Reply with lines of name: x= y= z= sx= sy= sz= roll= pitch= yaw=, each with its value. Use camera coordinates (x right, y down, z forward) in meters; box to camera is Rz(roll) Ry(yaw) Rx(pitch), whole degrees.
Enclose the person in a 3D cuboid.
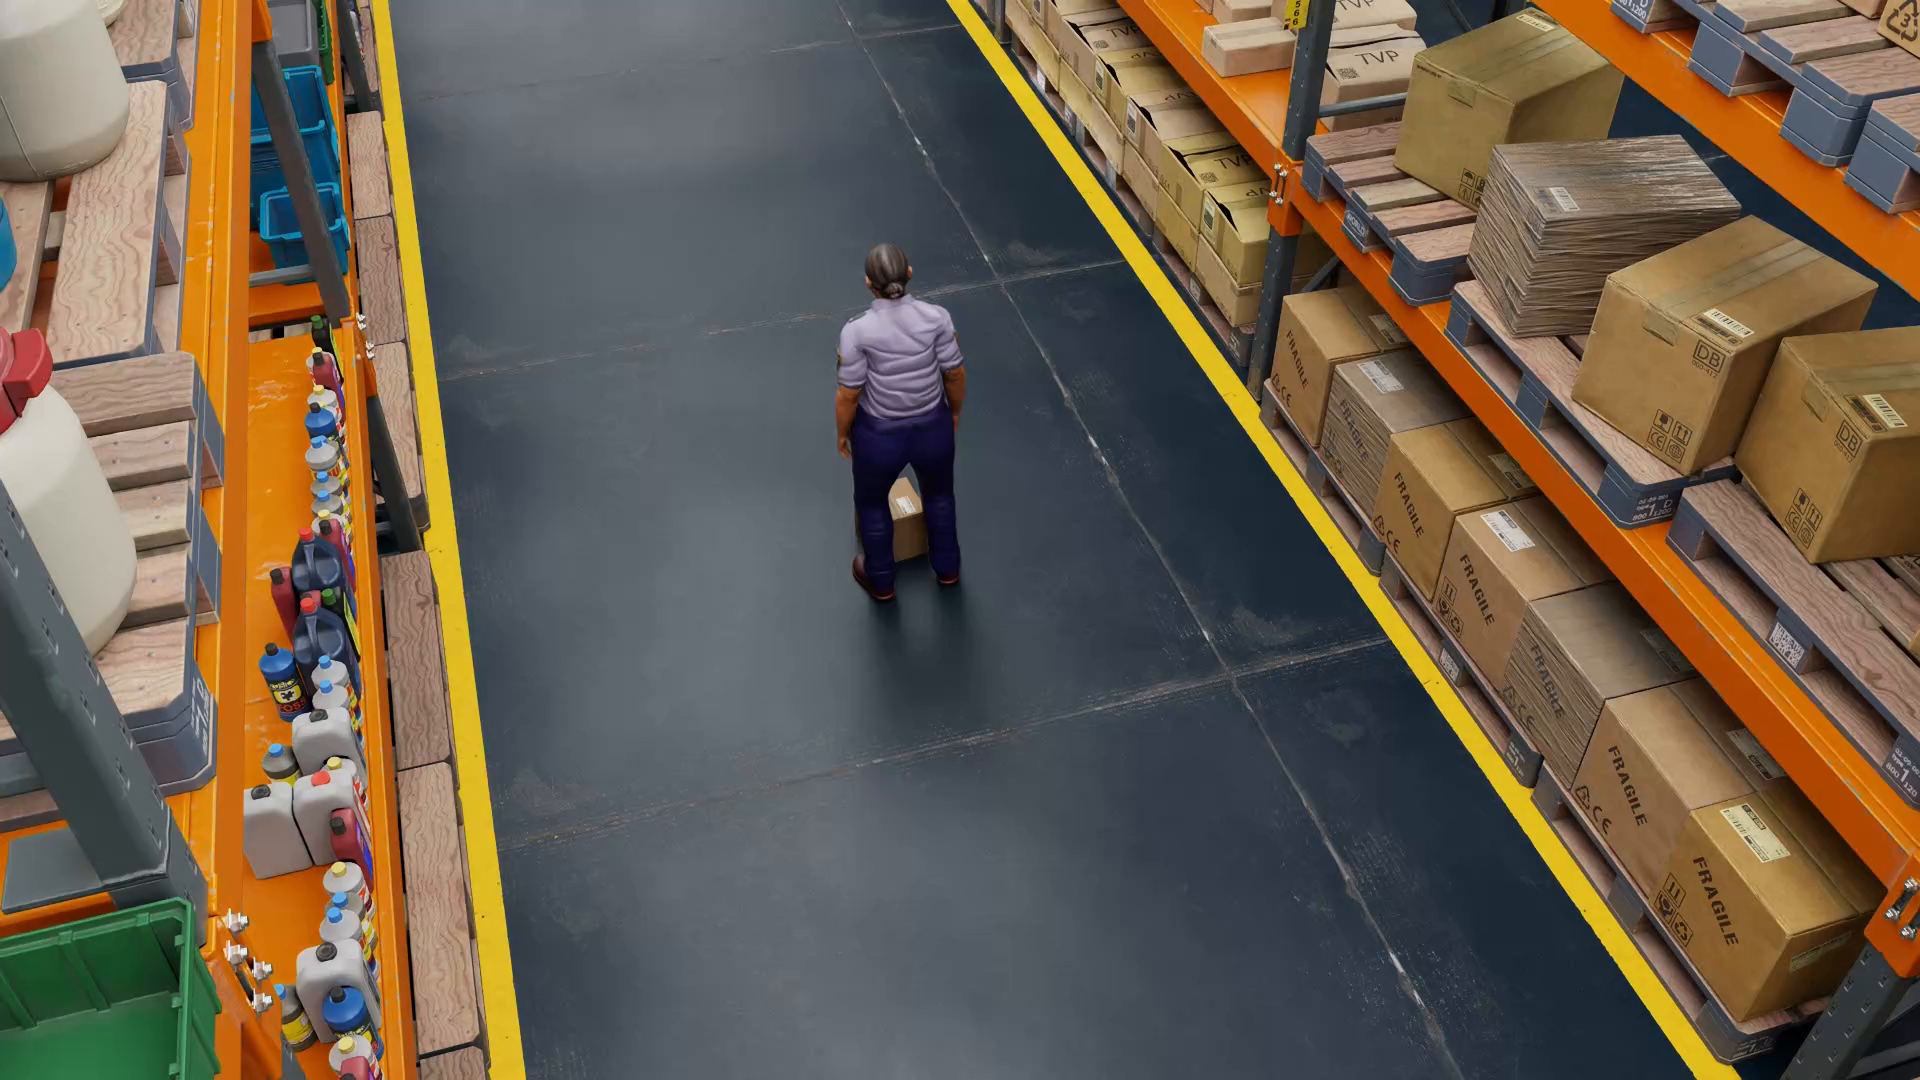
person: x=-0.231 y=-0.441 z=6.648 sx=0.538 sy=1.652 sz=0.371 roll=-12 pitch=44 yaw=-12
